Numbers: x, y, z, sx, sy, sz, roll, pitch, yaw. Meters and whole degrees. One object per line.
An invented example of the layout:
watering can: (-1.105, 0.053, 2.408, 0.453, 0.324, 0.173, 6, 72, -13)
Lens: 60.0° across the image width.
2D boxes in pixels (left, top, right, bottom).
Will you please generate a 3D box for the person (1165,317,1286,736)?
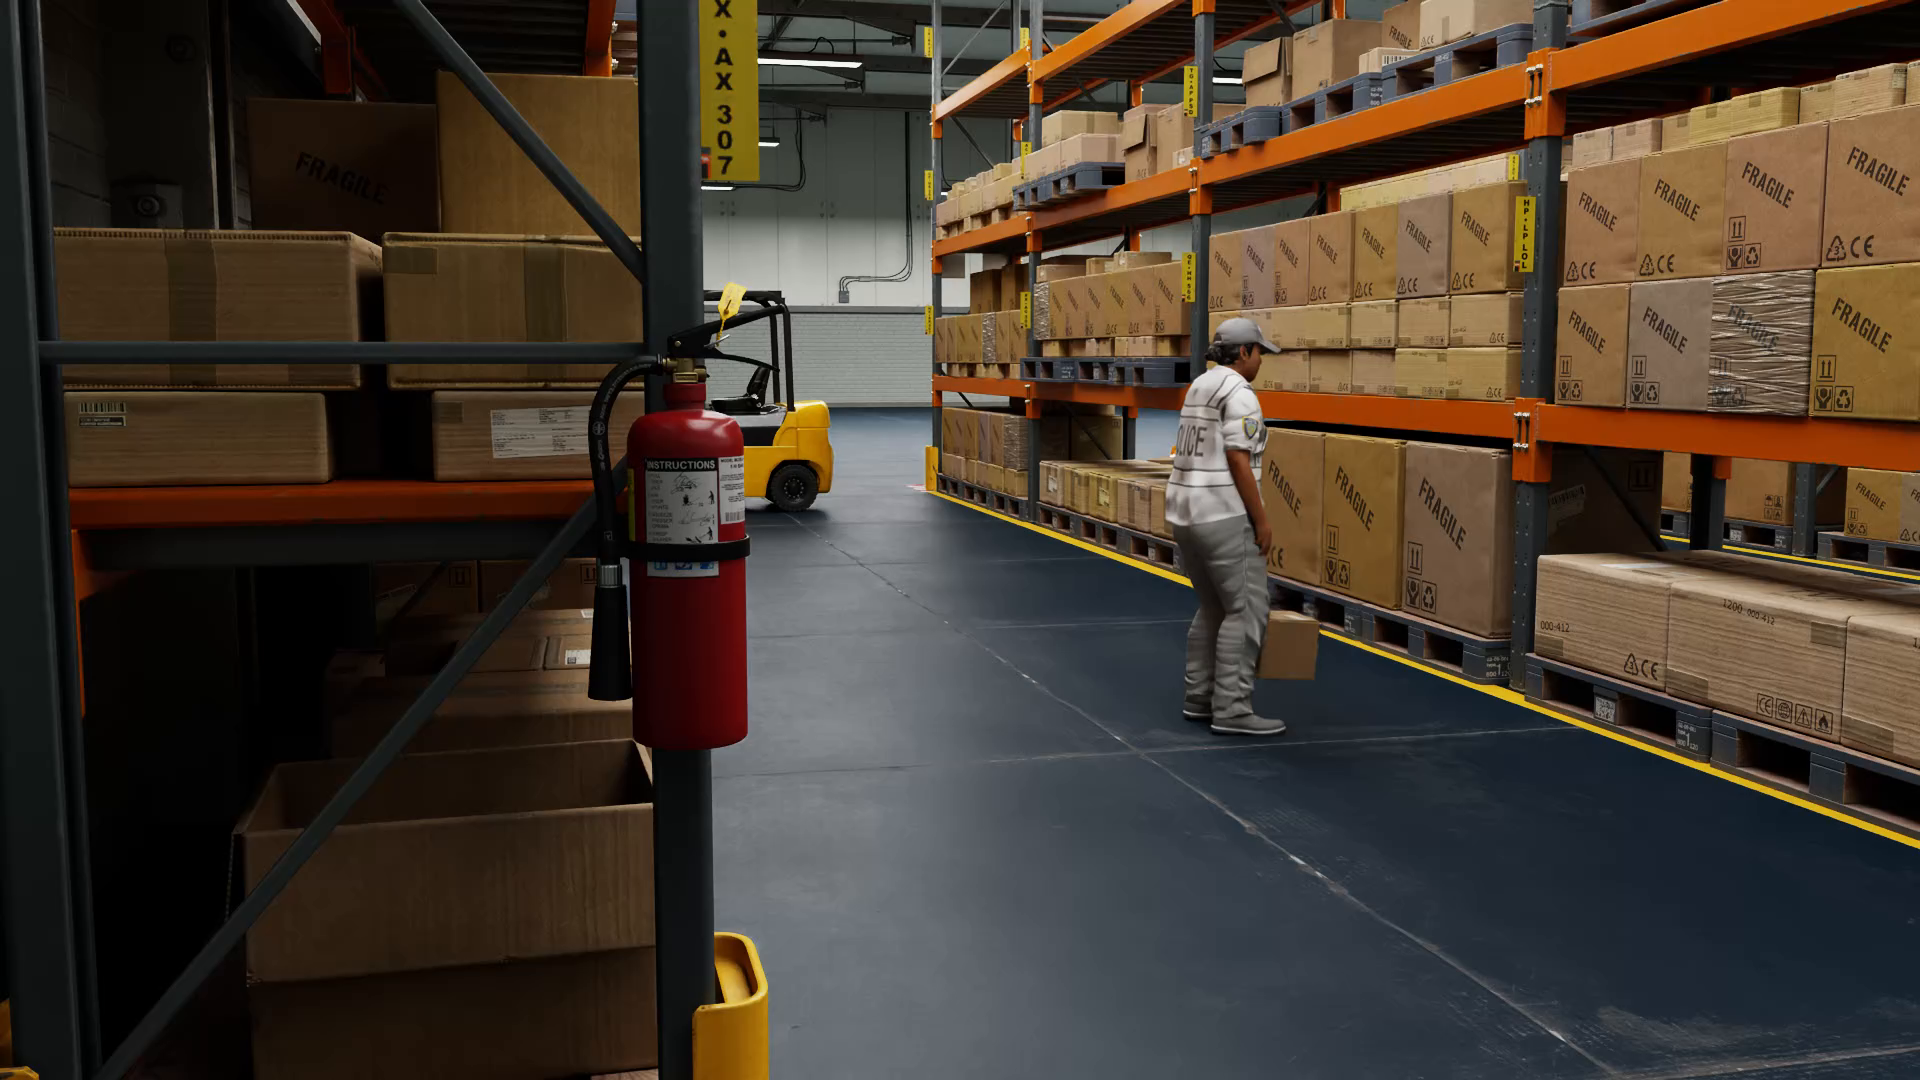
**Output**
person: (1.089, -0.068, 6.771, 0.451, 1.668, 0.532, -2, 6, -15)
